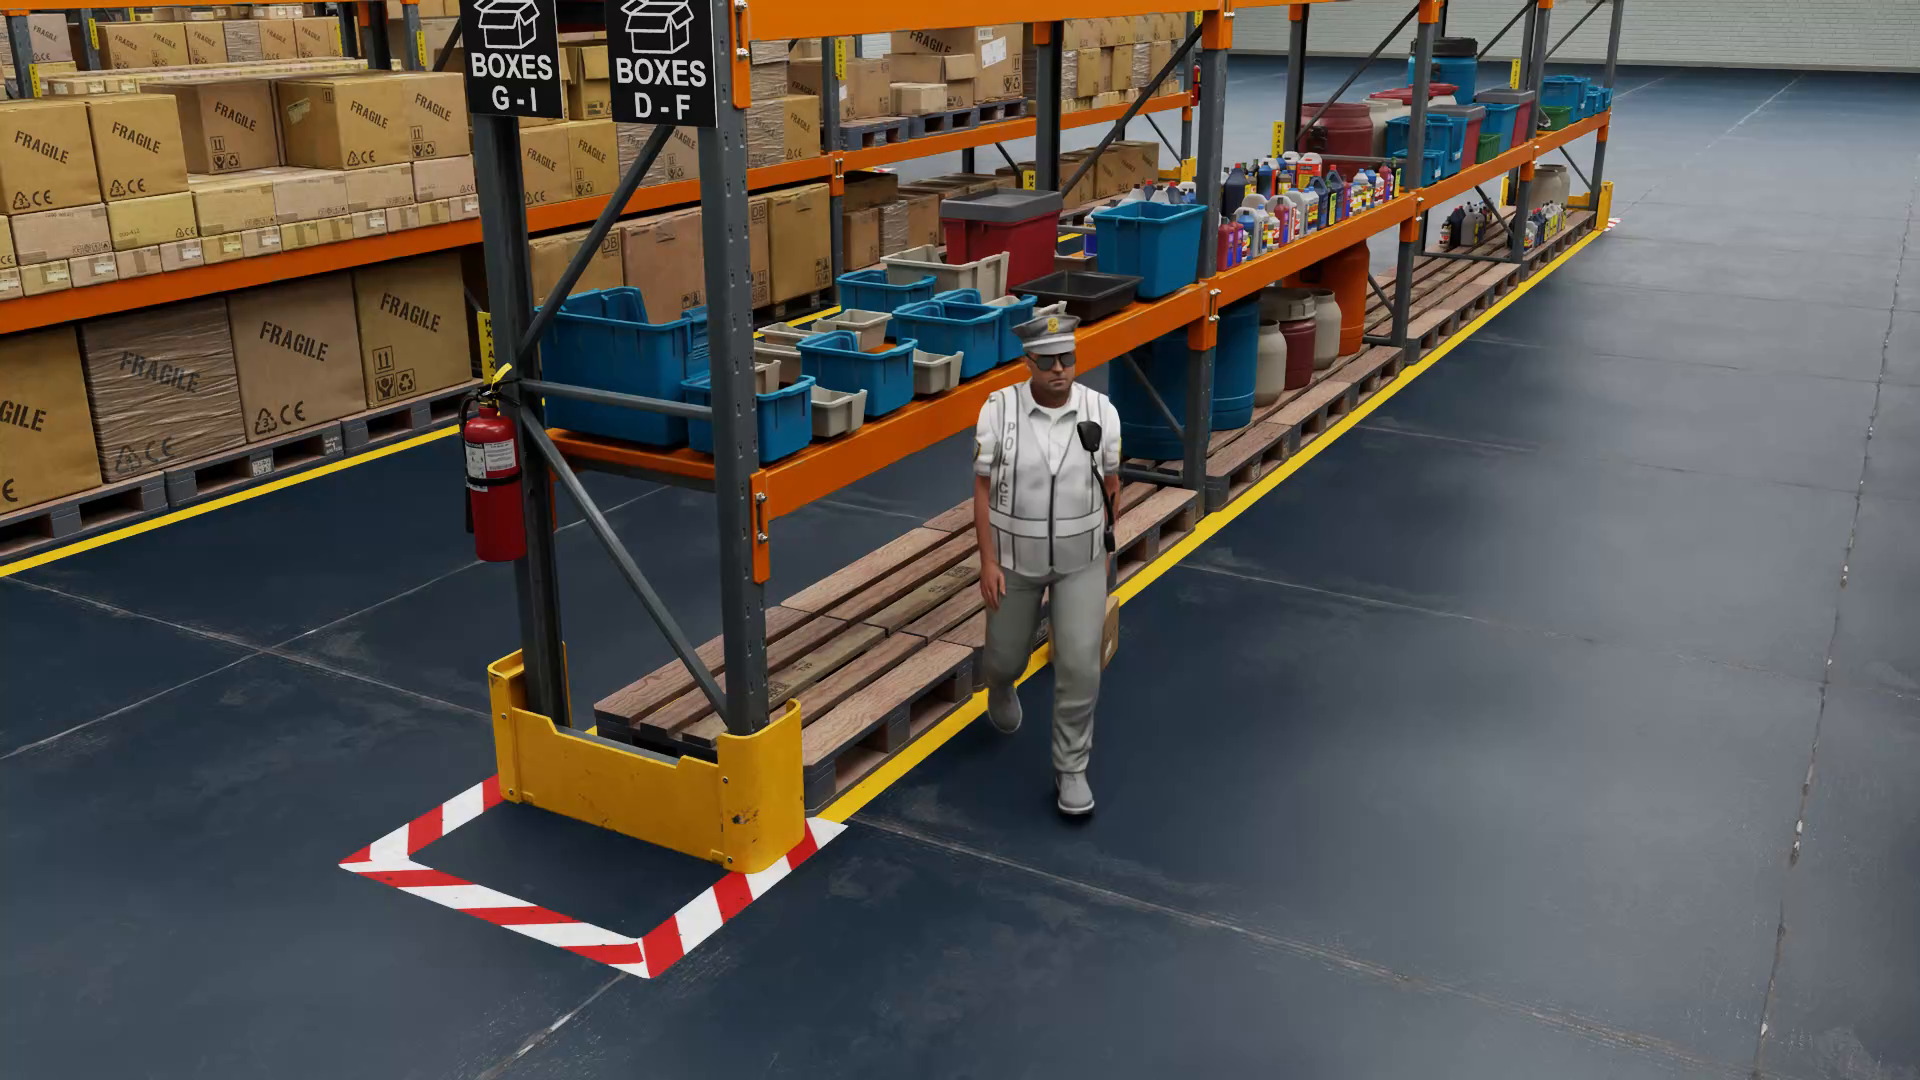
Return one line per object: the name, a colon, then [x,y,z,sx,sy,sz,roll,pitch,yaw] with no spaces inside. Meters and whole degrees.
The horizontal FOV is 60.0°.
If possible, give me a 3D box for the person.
person: [0.306,0.022,5.934,0.523,1.738,0.854,0,19,-1]
